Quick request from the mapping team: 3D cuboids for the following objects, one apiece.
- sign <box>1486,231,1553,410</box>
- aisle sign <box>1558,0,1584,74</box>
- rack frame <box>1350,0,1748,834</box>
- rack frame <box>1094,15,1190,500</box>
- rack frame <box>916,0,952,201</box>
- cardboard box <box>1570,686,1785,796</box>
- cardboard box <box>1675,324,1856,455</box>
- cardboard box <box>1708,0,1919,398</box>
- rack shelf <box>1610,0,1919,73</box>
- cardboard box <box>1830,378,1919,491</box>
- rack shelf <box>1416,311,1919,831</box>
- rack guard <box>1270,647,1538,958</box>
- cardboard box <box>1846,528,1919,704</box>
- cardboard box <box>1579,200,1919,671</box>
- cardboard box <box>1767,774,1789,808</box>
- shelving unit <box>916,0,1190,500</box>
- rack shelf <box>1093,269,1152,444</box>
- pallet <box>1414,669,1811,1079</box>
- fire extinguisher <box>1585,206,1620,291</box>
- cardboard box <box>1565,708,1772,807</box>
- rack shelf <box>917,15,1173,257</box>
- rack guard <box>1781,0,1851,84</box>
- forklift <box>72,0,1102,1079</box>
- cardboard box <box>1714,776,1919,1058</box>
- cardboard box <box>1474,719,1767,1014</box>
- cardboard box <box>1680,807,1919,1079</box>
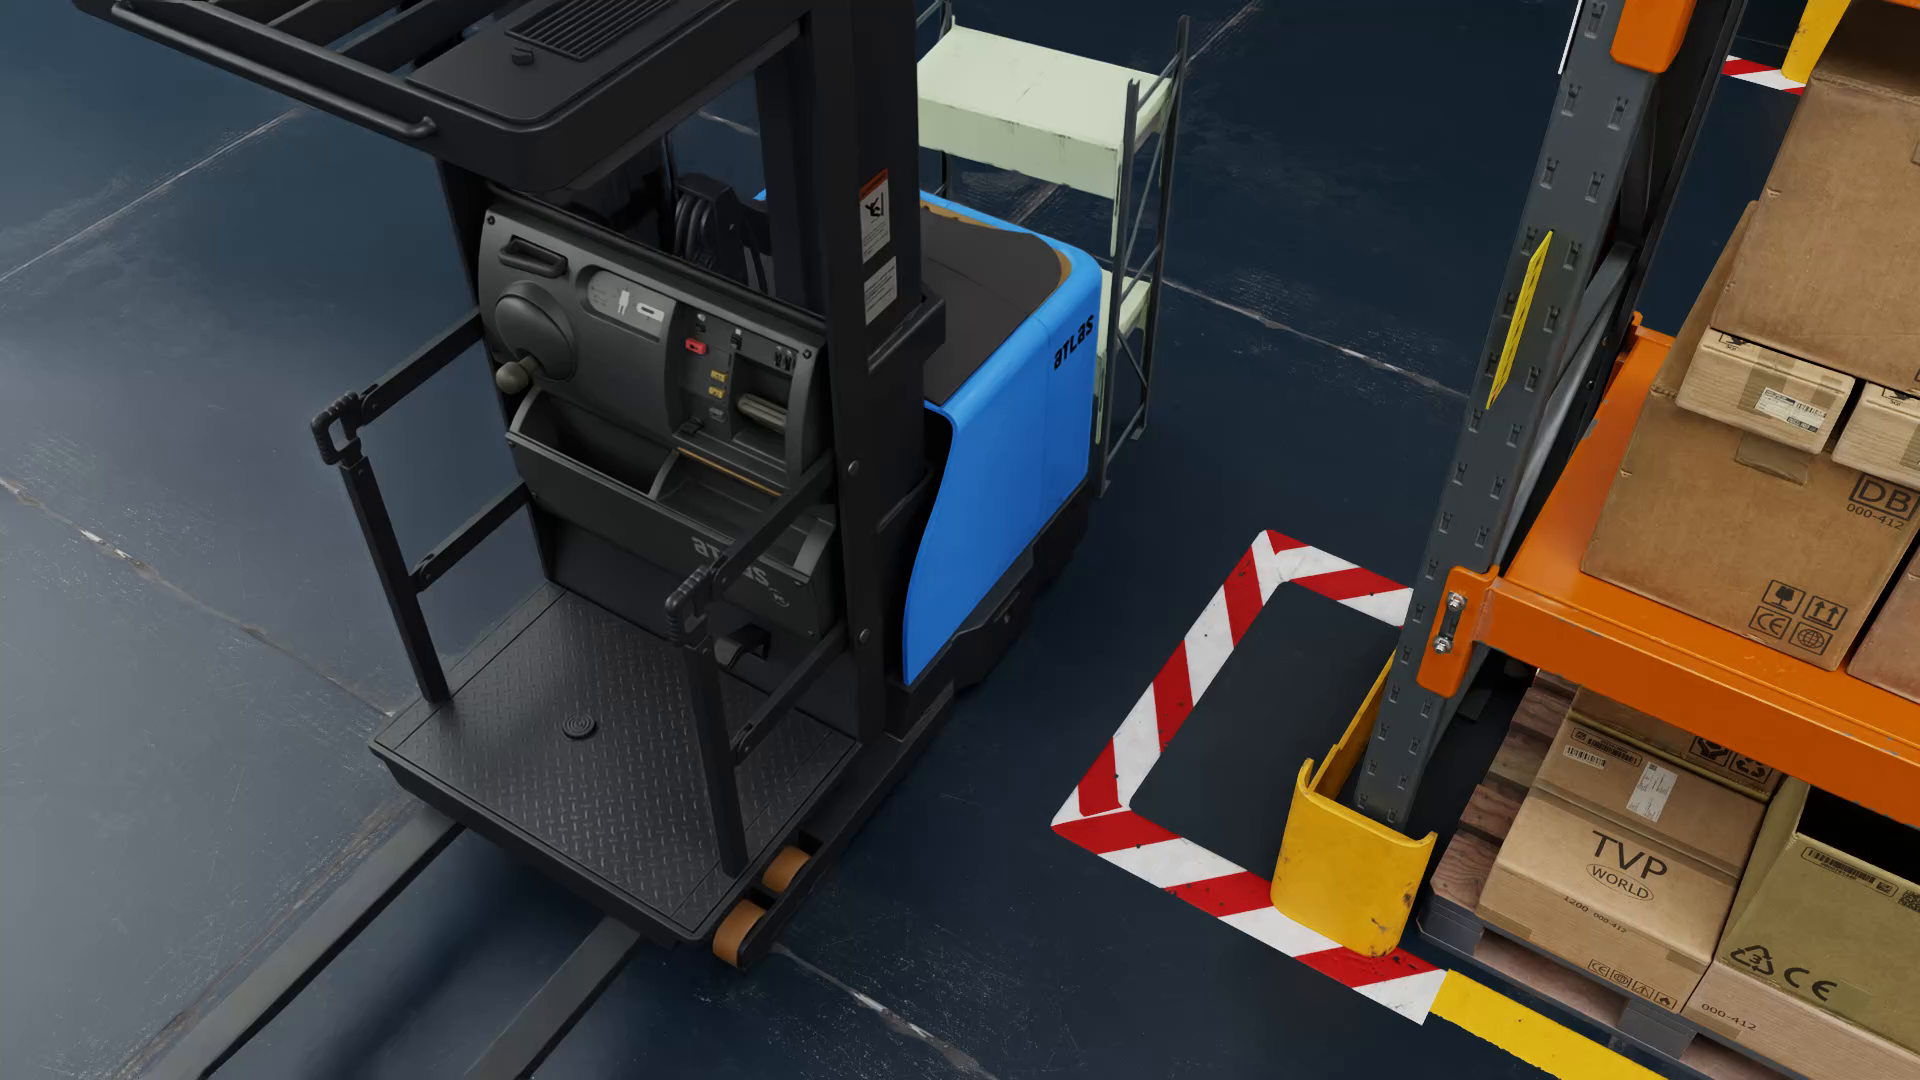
[{"bbox_3d":[0.961,-0.373,2.862,0.005,0.325,0.100,25,51,22],"label":"sign"},{"bbox_3d":[1.045,-1.123,2.437,0.004,0.787,0.394,25,51,22],"label":"aisle sign"},{"bbox_3d":[1.266,-0.377,3.525,0.127,3.000,1.000,25,51,22],"label":"rack frame"},{"bbox_3d":[0.532,-0.785,4.967,0.023,1.500,0.400,20,49,18],"label":"rack frame"},{"bbox_3d":[-0.123,-1.019,5.194,0.023,1.500,0.400,20,49,18],"label":"rack frame"},{"bbox_3d":[1.878,0.202,4.064,0.500,0.500,0.500,25,51,22],"label":"cardboard box"},{"bbox_3d":[1.480,-0.356,2.982,0.250,0.149,0.380,24,51,22],"label":"cardboard box"},{"bbox_3d":[1.696,-0.655,2.821,0.500,0.500,0.700,25,51,22],"label":"cardboard box"},{"bbox_3d":[2.949,-0.397,1.954,4.000,0.370,1.077,25,51,22],"label":"rack shelf"},{"bbox_3d":[1.703,-0.255,2.884,0.250,0.149,0.380,23,50,21],"label":"cardboard box"},{"bbox_3d":[2.949,0.648,3.030,4.000,0.370,1.077,25,51,22],"label":"rack shelf"},{"bbox_3d":[1.245,0.485,4.430,0.348,0.500,1.175,25,51,22],"label":"rack guard"},{"bbox_3d":[2.096,-0.023,3.111,0.500,0.500,0.700,26,51,23],"label":"cardboard box"},{"bbox_3d":[1.652,-0.223,3.306,0.500,0.500,0.700,25,51,22],"label":"cardboard box"},{"bbox_3d":[2.304,0.651,4.151,0.500,0.250,0.500,25,51,22],"label":"cardboard box"},{"bbox_3d":[0.205,-0.902,5.080,0.755,1.500,0.431,20,49,18],"label":"shelving unit"},{"bbox_3d":[0.205,-0.675,5.314,0.720,0.370,0.431,20,49,18],"label":"rack shelf"},{"bbox_3d":[1.932,0.866,4.262,1.213,0.211,1.003,25,51,22],"label":"pallet"},{"bbox_3d":[1.417,-0.676,3.869,0.183,0.674,0.296,25,51,22],"label":"fire extinguisher"},{"bbox_3d":[1.877,0.464,4.332,0.500,0.250,0.500,25,51,22],"label":"cardboard box"},{"bbox_3d":[0.205,-1.174,4.801,0.720,0.370,0.431,20,49,18],"label":"rack shelf"},{"bbox_3d":[4.001,-2.468,7.300,0.348,0.500,1.175,25,51,22],"label":"rack guard"},{"bbox_3d":[-0.812,-0.336,3.533,1.130,2.935,3.031,24,51,22],"label":"forklift"},{"bbox_3d":[2.019,0.708,3.572,0.500,0.500,0.500,25,51,22],"label":"cardboard box"},{"bbox_3d":[1.597,0.777,4.028,0.500,0.250,0.500,25,51,22],"label":"cardboard box"},{"bbox_3d":[2.020,0.968,3.842,0.500,0.250,0.500,25,51,22],"label":"cardboard box"}]
